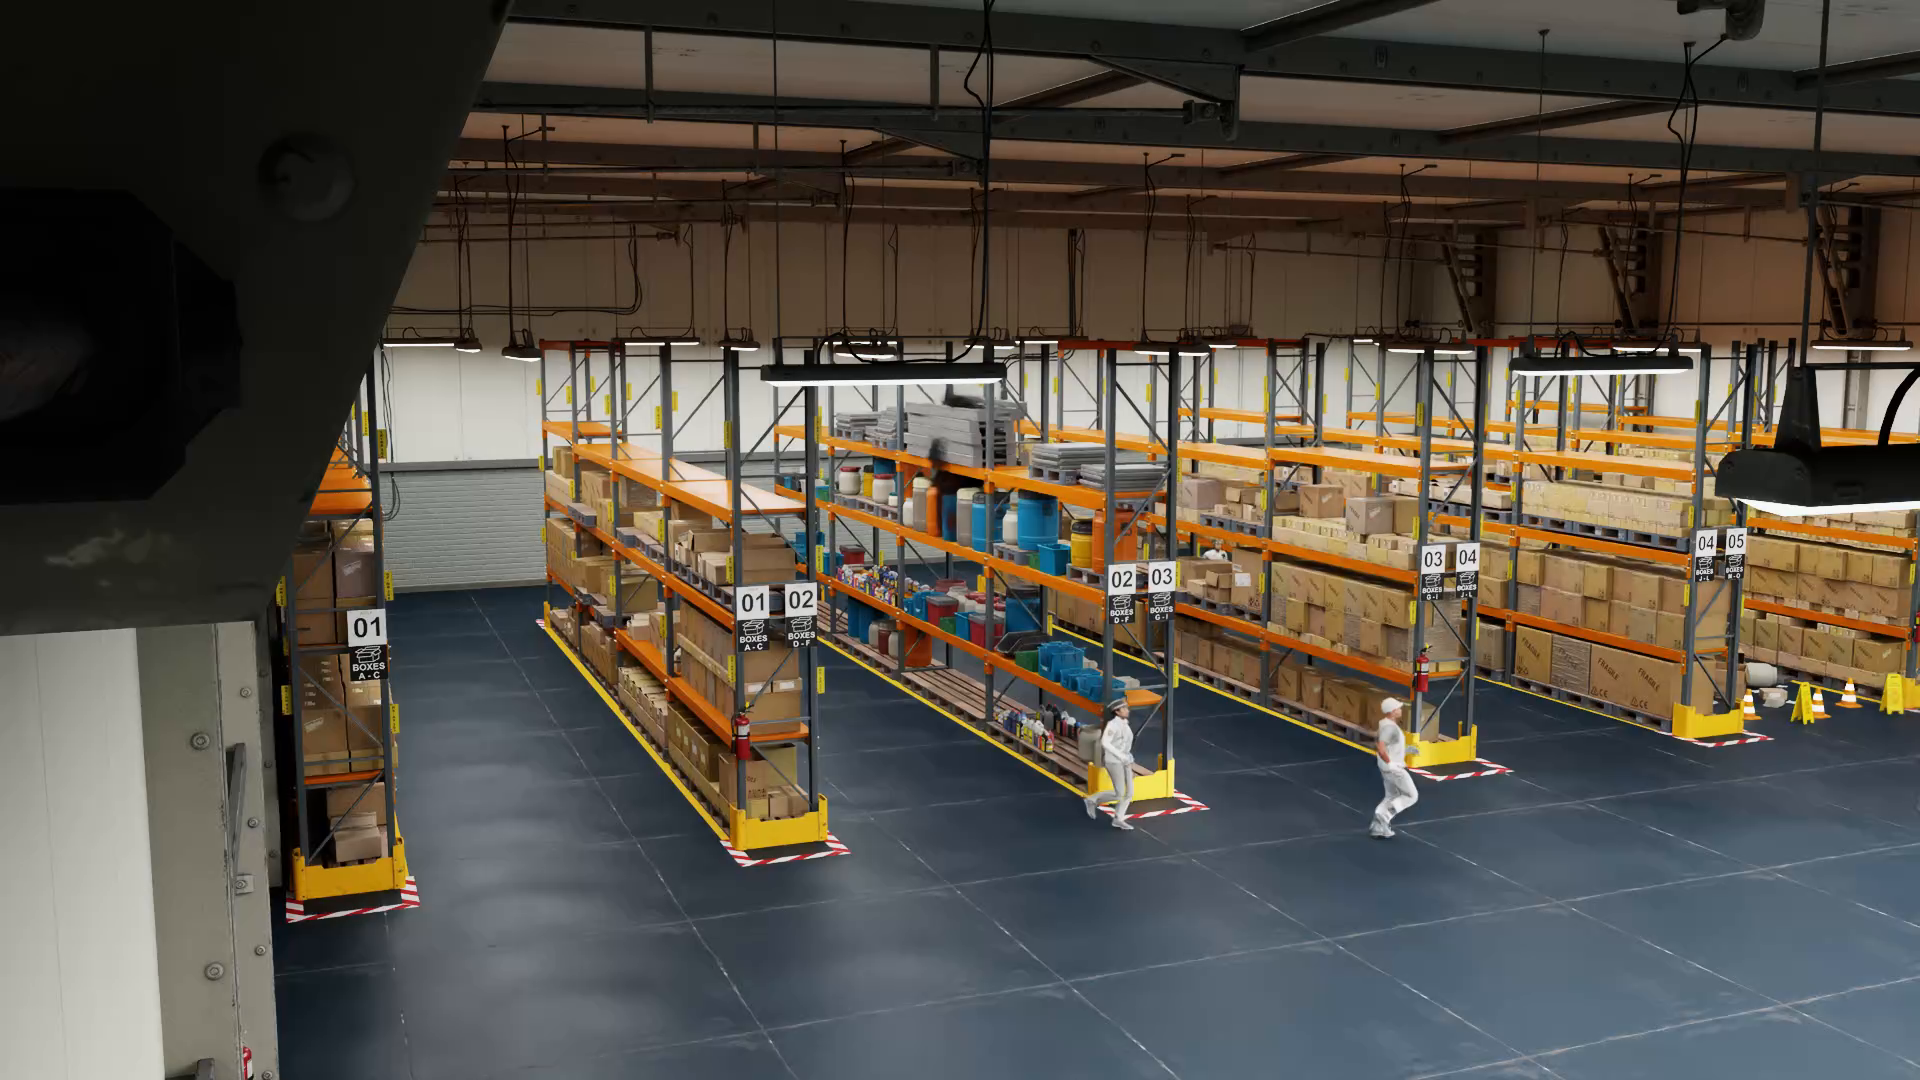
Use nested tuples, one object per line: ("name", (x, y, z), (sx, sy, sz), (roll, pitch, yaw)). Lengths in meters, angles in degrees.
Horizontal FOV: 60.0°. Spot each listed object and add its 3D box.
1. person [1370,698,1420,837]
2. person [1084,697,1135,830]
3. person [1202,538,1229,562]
("person", (5.371, 2.802, 20.456), (0.606, 1.741, 0.658), (0, 7, 3))
("person", (1.941, 2.793, 21.034), (0.638, 1.661, 0.645), (4, 8, 26))
("person", (5.562, 0.801, 36.105), (0.605, 1.729, 0.813), (-3, 8, -20))
